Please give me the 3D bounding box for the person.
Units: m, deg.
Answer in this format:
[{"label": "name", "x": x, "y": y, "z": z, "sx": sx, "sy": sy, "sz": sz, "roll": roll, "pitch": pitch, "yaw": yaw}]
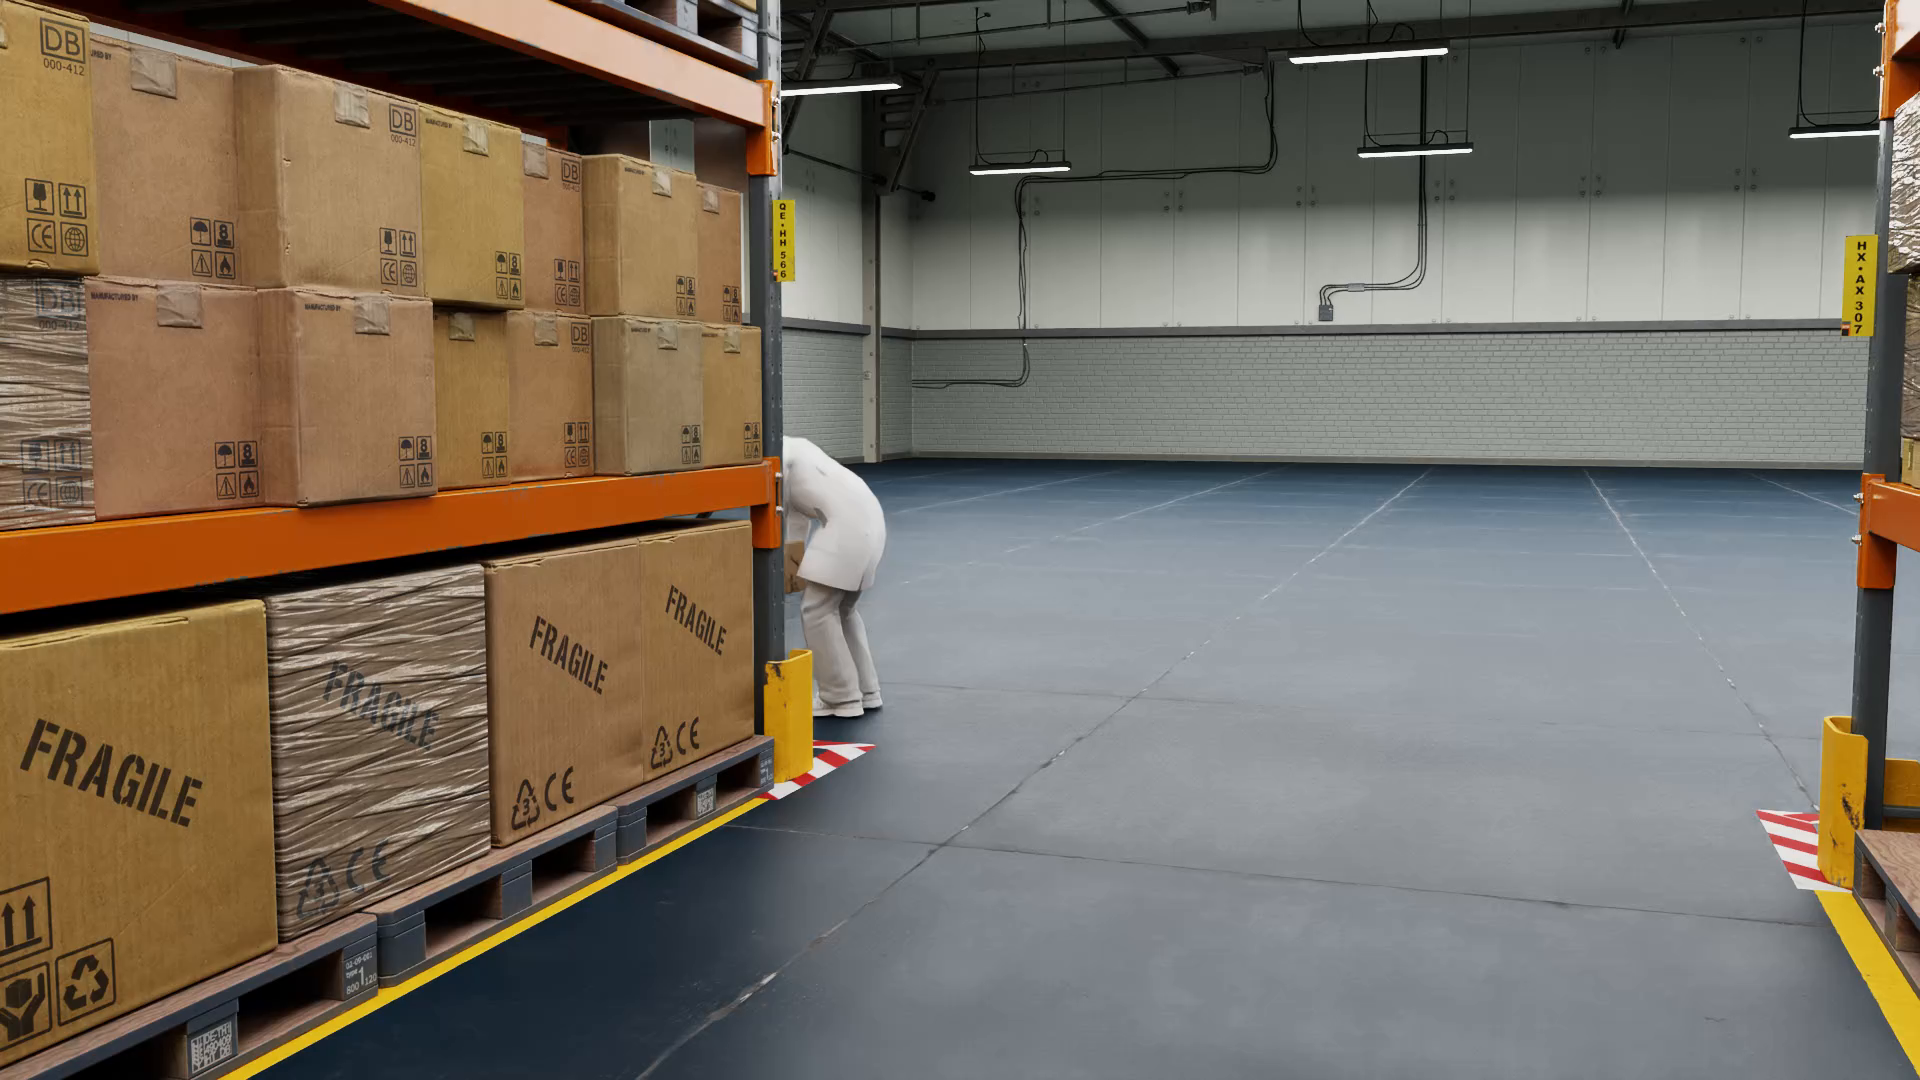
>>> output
[{"label": "person", "x": -0.777, "y": 0.113, "z": 8.307, "sx": 0.816, "sy": 1.492, "sz": 0.549, "roll": 2, "pitch": 5, "yaw": 17}]
